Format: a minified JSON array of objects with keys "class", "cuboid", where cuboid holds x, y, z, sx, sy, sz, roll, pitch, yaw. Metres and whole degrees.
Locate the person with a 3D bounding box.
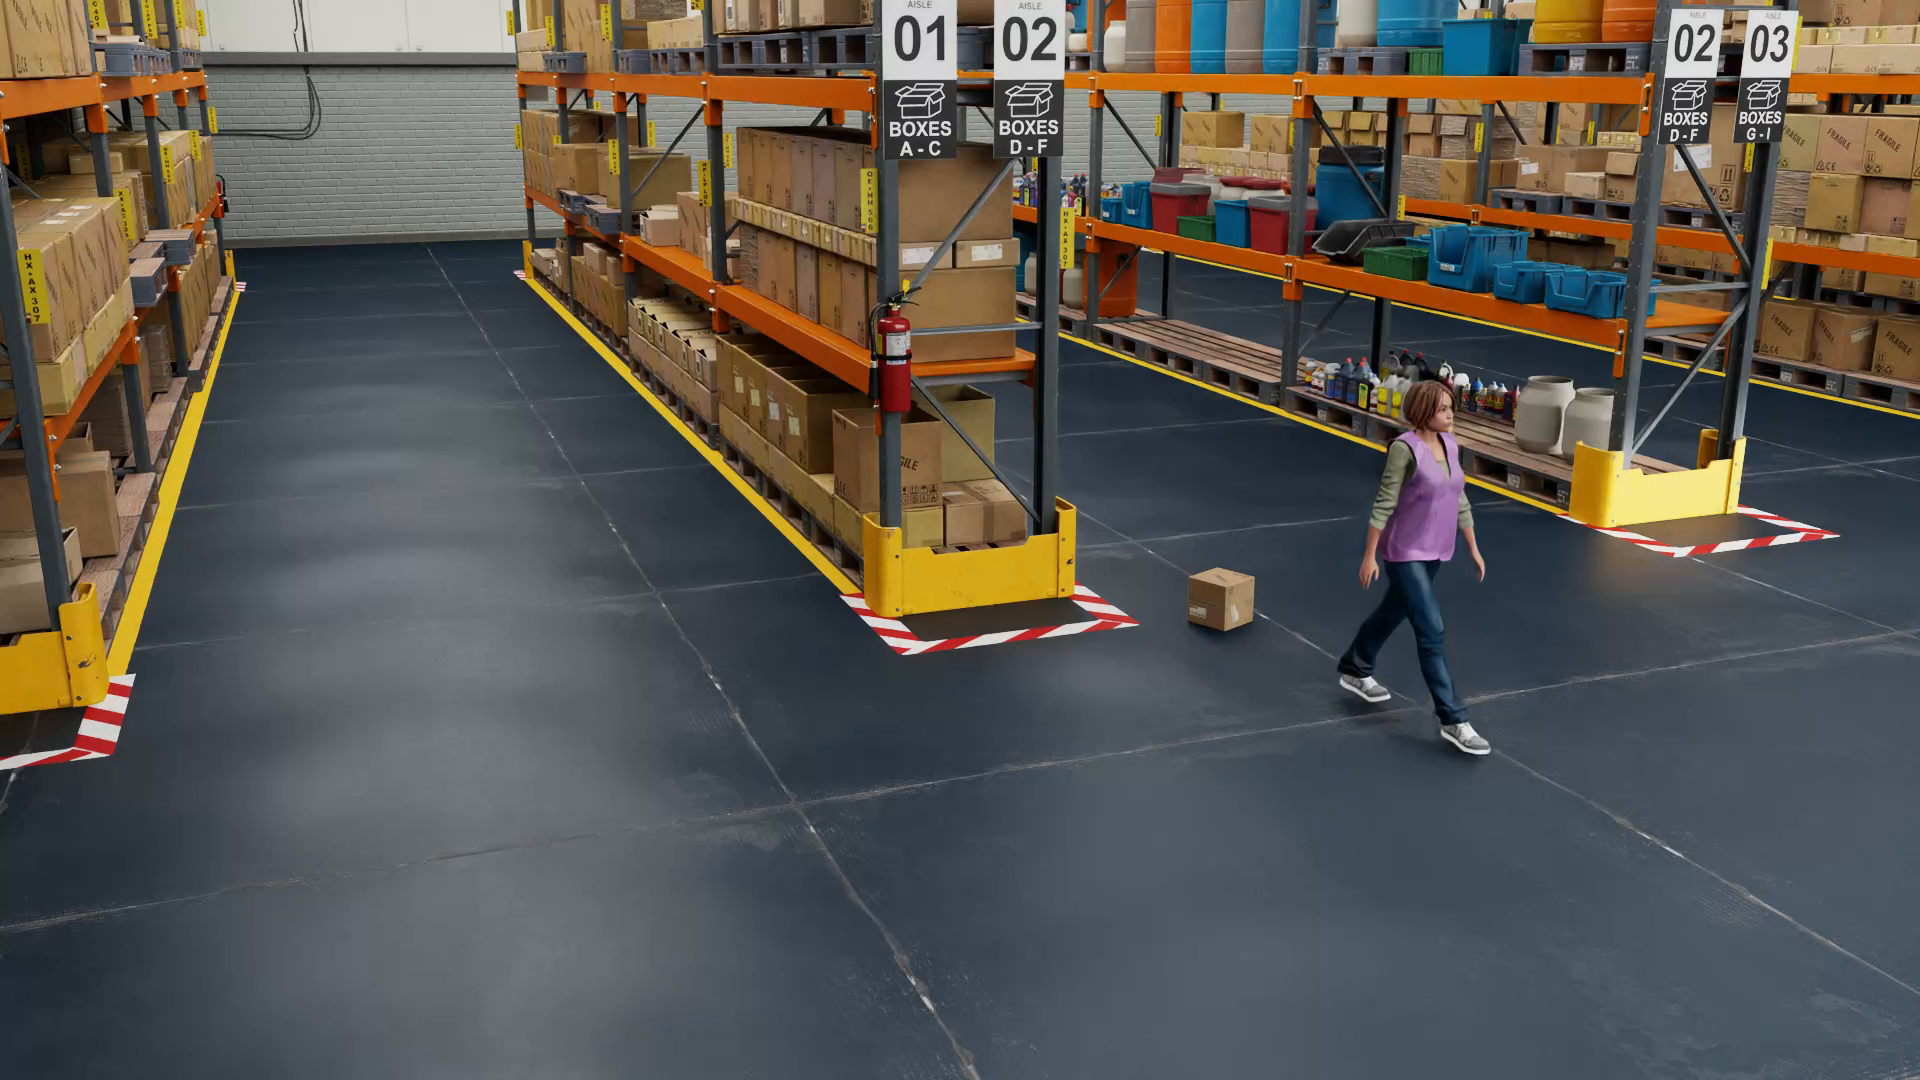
[{"class":"person","cuboid":[2.040,0.068,7.280,0.479,1.549,0.926,-12,20,-37]}]
